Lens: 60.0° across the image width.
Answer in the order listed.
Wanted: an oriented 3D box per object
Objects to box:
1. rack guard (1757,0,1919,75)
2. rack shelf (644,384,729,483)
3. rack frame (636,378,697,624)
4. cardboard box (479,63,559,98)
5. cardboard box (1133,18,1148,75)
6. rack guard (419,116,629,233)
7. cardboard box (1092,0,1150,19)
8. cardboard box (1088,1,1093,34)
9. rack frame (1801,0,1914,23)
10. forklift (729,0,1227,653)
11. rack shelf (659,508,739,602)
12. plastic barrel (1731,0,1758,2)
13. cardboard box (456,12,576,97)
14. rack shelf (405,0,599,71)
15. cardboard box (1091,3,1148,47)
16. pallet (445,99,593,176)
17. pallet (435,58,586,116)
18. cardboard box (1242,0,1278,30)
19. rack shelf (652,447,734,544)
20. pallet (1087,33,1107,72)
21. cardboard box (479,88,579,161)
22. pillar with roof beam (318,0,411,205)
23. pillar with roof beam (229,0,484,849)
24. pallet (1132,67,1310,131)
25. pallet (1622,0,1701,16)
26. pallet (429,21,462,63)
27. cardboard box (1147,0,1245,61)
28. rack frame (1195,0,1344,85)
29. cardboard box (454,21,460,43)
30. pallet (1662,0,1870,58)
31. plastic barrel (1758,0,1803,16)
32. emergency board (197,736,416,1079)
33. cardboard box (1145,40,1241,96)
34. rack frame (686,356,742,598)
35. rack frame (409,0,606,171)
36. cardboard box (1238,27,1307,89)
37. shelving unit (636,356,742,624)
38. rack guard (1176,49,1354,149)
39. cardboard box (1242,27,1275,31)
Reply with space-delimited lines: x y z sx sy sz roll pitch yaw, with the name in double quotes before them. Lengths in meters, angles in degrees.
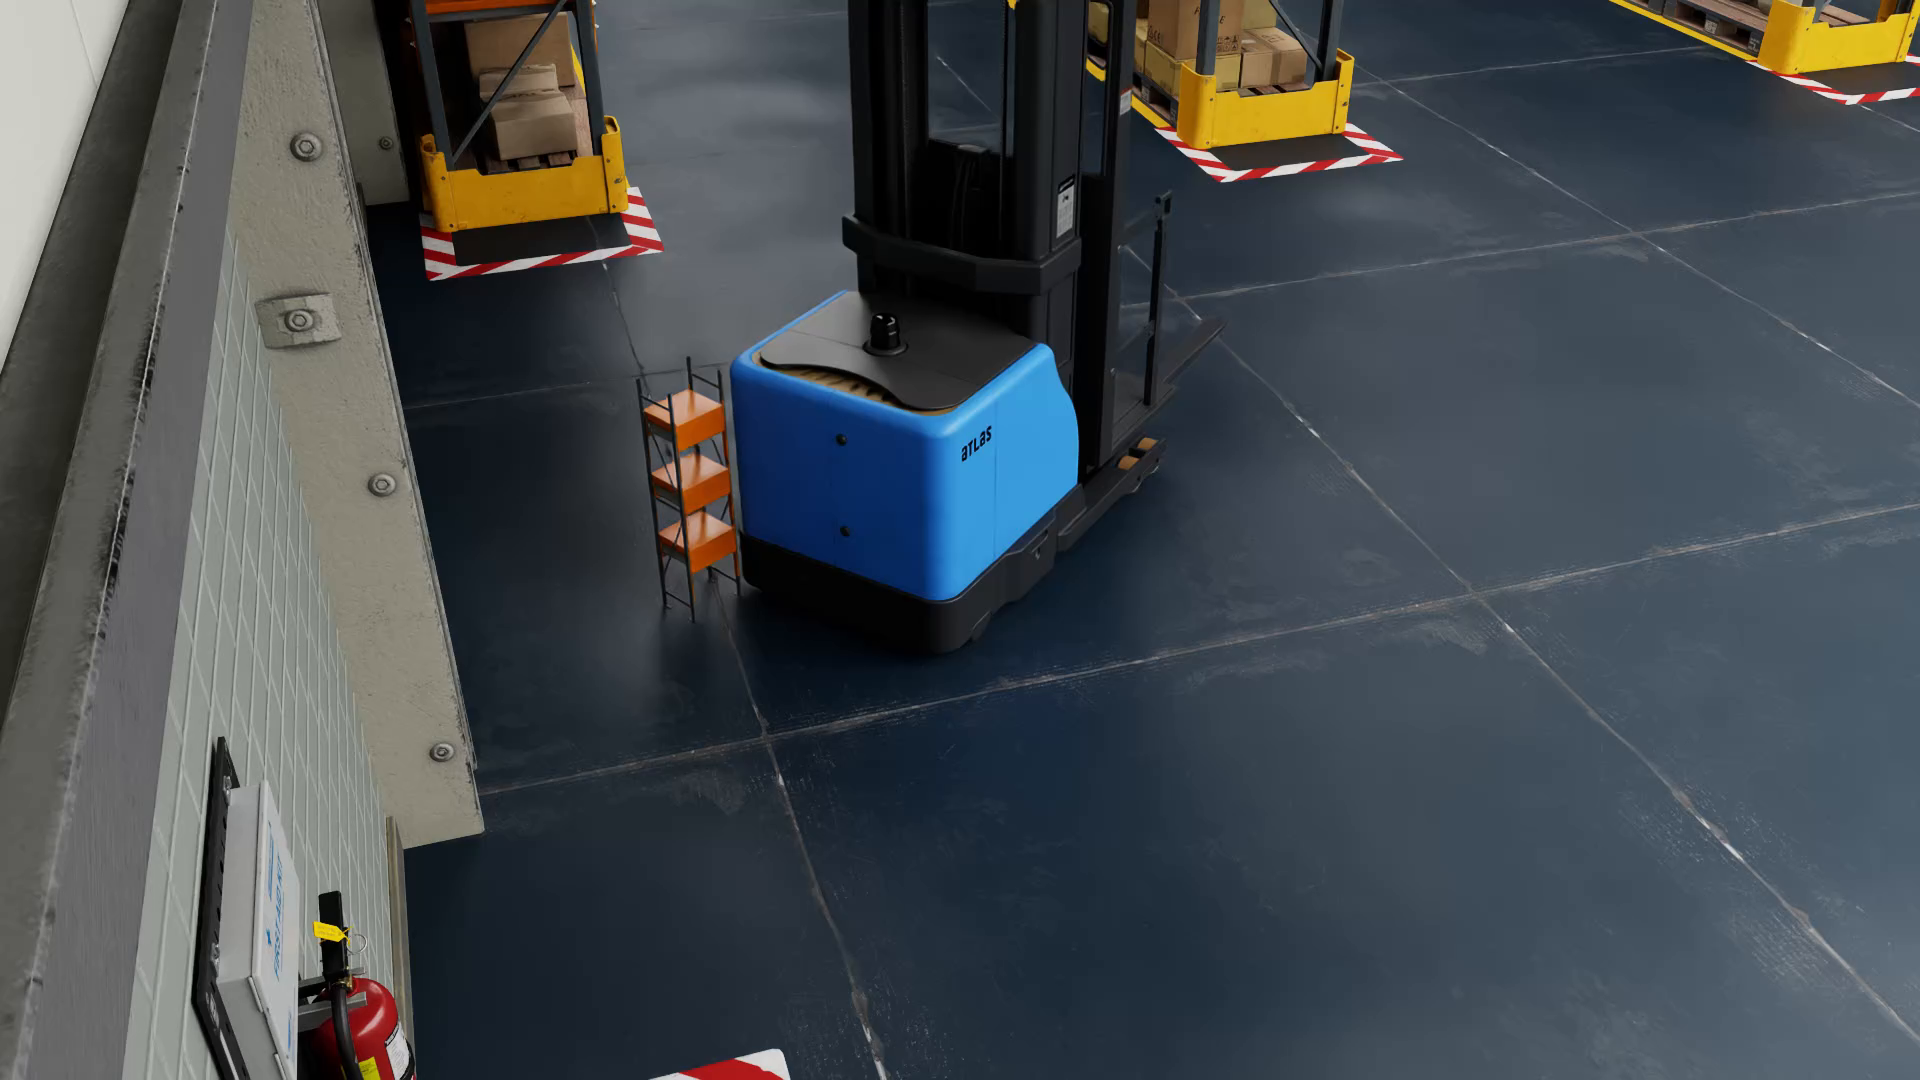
"rack guard" 6.729 -3.907 12.709 1.175 0.500 0.348 -10 35 -15
"rack shelf" -1.063 -0.414 6.429 0.215 0.259 0.240 26 42 34
"rack frame" -1.144 -0.136 6.504 0.200 1.050 0.008 26 42 34
"cardboard box" -2.937 -2.992 11.096 0.500 0.311 0.500 -7 34 -11
"cardboard box" 1.469 -3.607 12.102 0.500 0.250 0.500 -10 35 -15
"rack guard" -2.661 -2.249 10.200 1.175 0.500 0.348 -10 35 -15
"cardboard box" 1.312 -4.182 12.291 0.500 0.500 0.500 -10 35 -15
"cardboard box" 1.164 -4.132 12.896 0.500 0.250 0.500 -10 35 -15
"rack frame" 6.797 -4.918 11.972 1.000 3.000 0.127 -10 35 -15
"forklift" 0.299 -1.562 6.956 1.130 2.935 3.031 19 38 26
"rack shelf" -1.062 0.055 6.738 0.215 0.259 0.240 26 42 34
"plastic barrel" 6.370 -4.651 13.444 0.421 0.512 0.421 0 33 0
"cardboard box" -3.114 -3.464 11.640 0.700 0.500 0.500 -12 35 -18
"rack shelf" -3.248 -4.002 11.238 1.077 0.370 4.000 -10 35 -15
"cardboard box" 1.315 -3.870 12.498 0.500 0.250 0.500 -10 35 -15
"pallet" -2.876 -2.561 10.934 1.003 0.211 1.213 -10 35 -15
"pallet" -3.244 -3.200 11.902 1.003 0.211 1.213 -10 35 -15
"cardboard box" 1.972 -4.009 12.029 0.500 0.500 0.500 -10 35 -15
"rack shelf" -1.062 -0.177 6.585 0.215 0.259 0.240 26 42 34
"pallet" 1.437 -3.958 13.048 1.003 0.211 1.213 -10 35 -15
"cardboard box" -2.764 -2.692 10.643 0.500 0.311 0.500 -14 36 -20
"pillar with roof beam" 0.424 -6.701 9.228 9.100 9.000 0.400 -10 35 -15
"pillar with roof beam" 2.254 -3.551 4.461 9.100 9.000 0.400 -10 35 -15
"pallet" 1.805 -3.318 12.080 1.003 0.211 1.213 -10 35 -15
"pallet" 6.117 -4.853 14.404 1.003 0.211 1.213 -10 35 -15
"pallet" -3.620 -3.842 12.873 1.003 0.211 1.213 -10 35 -15
"cardboard box" 1.631 -3.659 11.500 0.500 0.500 0.500 -10 35 -15
"rack frame" 2.078 -4.087 10.714 1.000 3.000 0.127 -10 35 -15
"cardboard box" -3.504 -3.955 12.382 0.500 0.500 0.500 -13 35 -18
"pallet" 6.486 -4.214 13.436 1.003 0.211 1.213 -10 35 -15
"plastic barrel" 6.523 -4.388 13.045 0.421 0.512 0.421 0 33 0
"emergency board" -1.128 0.980 3.046 0.194 1.169 0.643 -10 35 -15
"cardboard box" 1.633 -3.347 11.707 0.500 0.250 0.500 -10 35 -15
"rack frame" -0.981 -0.236 6.655 0.200 1.050 0.008 26 42 34
"rack frame" -2.638 -3.252 9.451 1.000 3.000 0.127 -10 35 -15
"cardboard box" 2.126 -3.434 11.839 0.500 0.250 0.500 -10 35 -15
"shelving unit" -1.062 -0.186 6.579 0.215 1.050 0.252 26 42 34
"rack guard" 2.086 -3.032 11.384 1.175 0.500 0.348 -10 35 -15
"cardboard box" 1.970 -3.696 12.236 0.500 0.250 0.500 -10 35 -15
